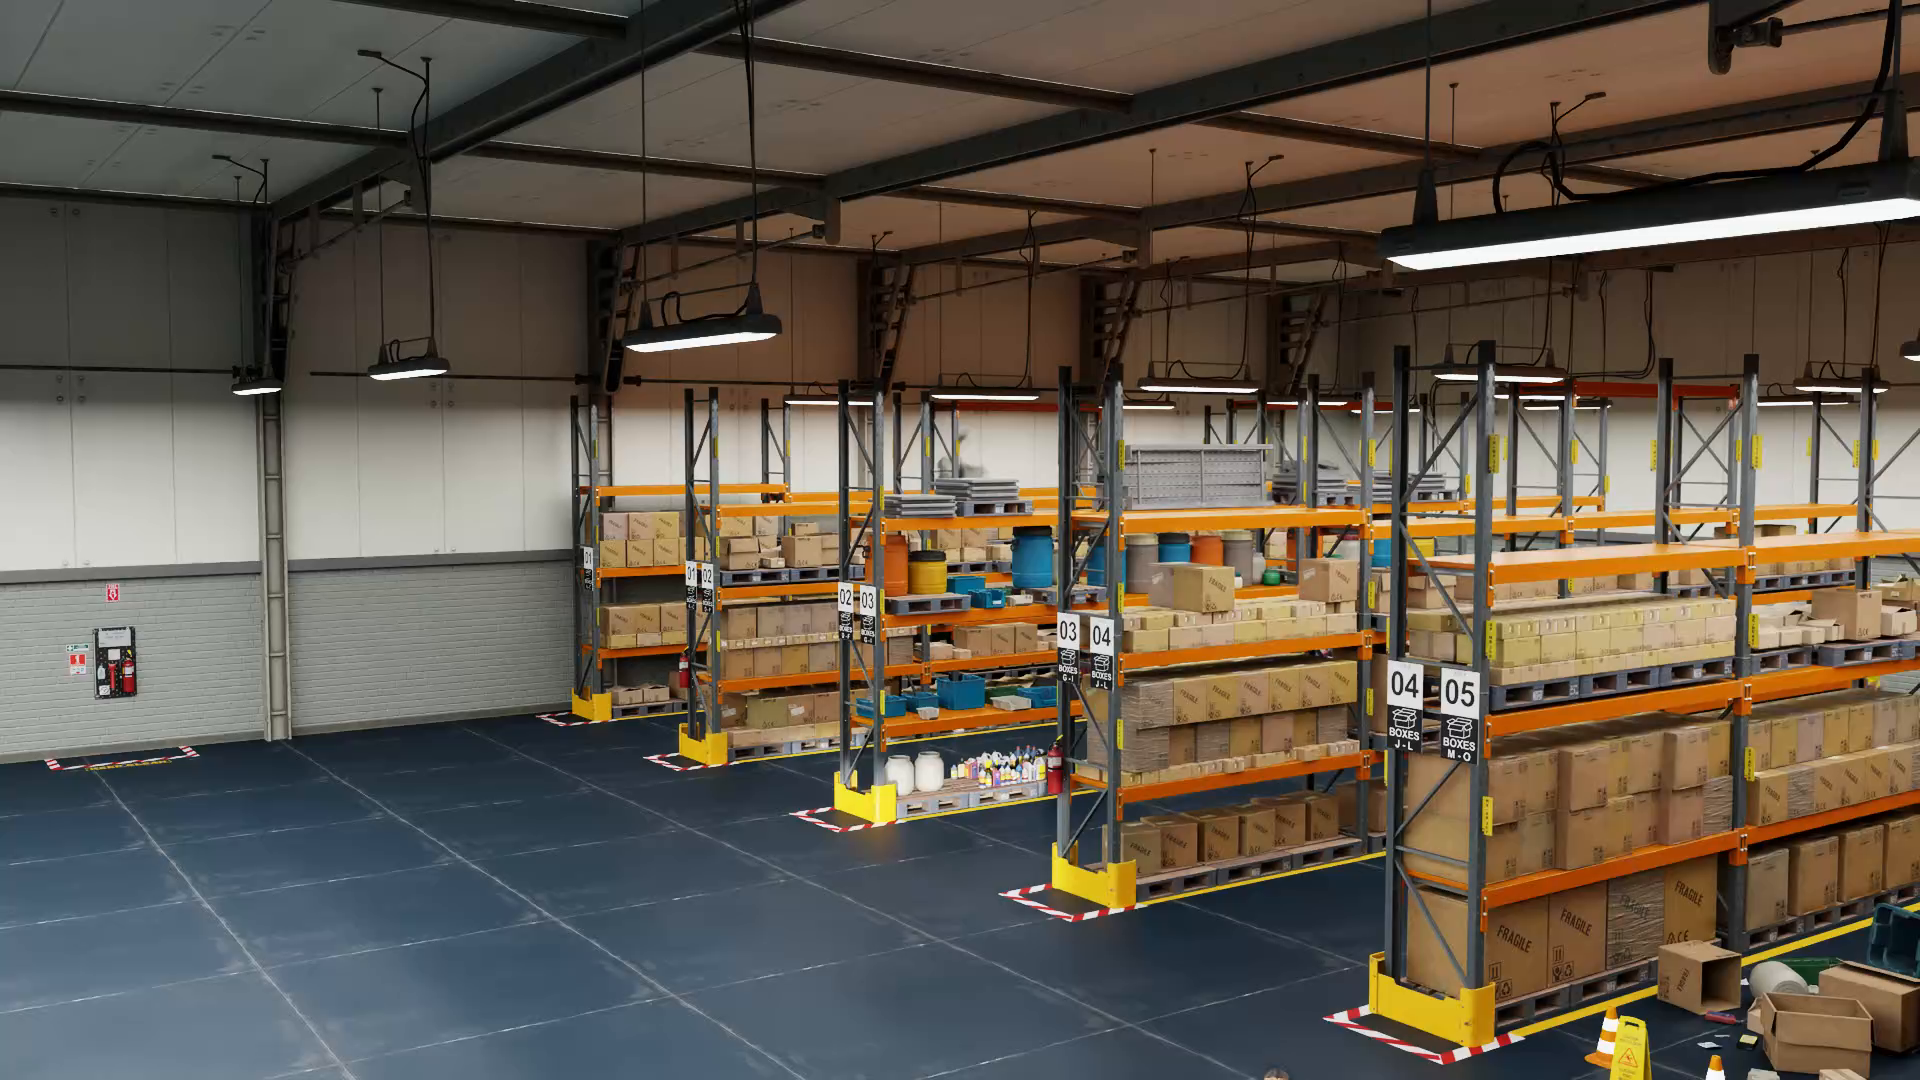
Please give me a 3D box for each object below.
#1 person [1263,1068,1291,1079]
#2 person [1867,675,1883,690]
[{"bbox_3d":[1.816,3.800,9.371,0.618,1.596,0.570,1,4,14],"label":"person"},{"bbox_3d":[15.650,2.576,28.625,0.683,1.690,0.589,-1,4,-13],"label":"person"}]
